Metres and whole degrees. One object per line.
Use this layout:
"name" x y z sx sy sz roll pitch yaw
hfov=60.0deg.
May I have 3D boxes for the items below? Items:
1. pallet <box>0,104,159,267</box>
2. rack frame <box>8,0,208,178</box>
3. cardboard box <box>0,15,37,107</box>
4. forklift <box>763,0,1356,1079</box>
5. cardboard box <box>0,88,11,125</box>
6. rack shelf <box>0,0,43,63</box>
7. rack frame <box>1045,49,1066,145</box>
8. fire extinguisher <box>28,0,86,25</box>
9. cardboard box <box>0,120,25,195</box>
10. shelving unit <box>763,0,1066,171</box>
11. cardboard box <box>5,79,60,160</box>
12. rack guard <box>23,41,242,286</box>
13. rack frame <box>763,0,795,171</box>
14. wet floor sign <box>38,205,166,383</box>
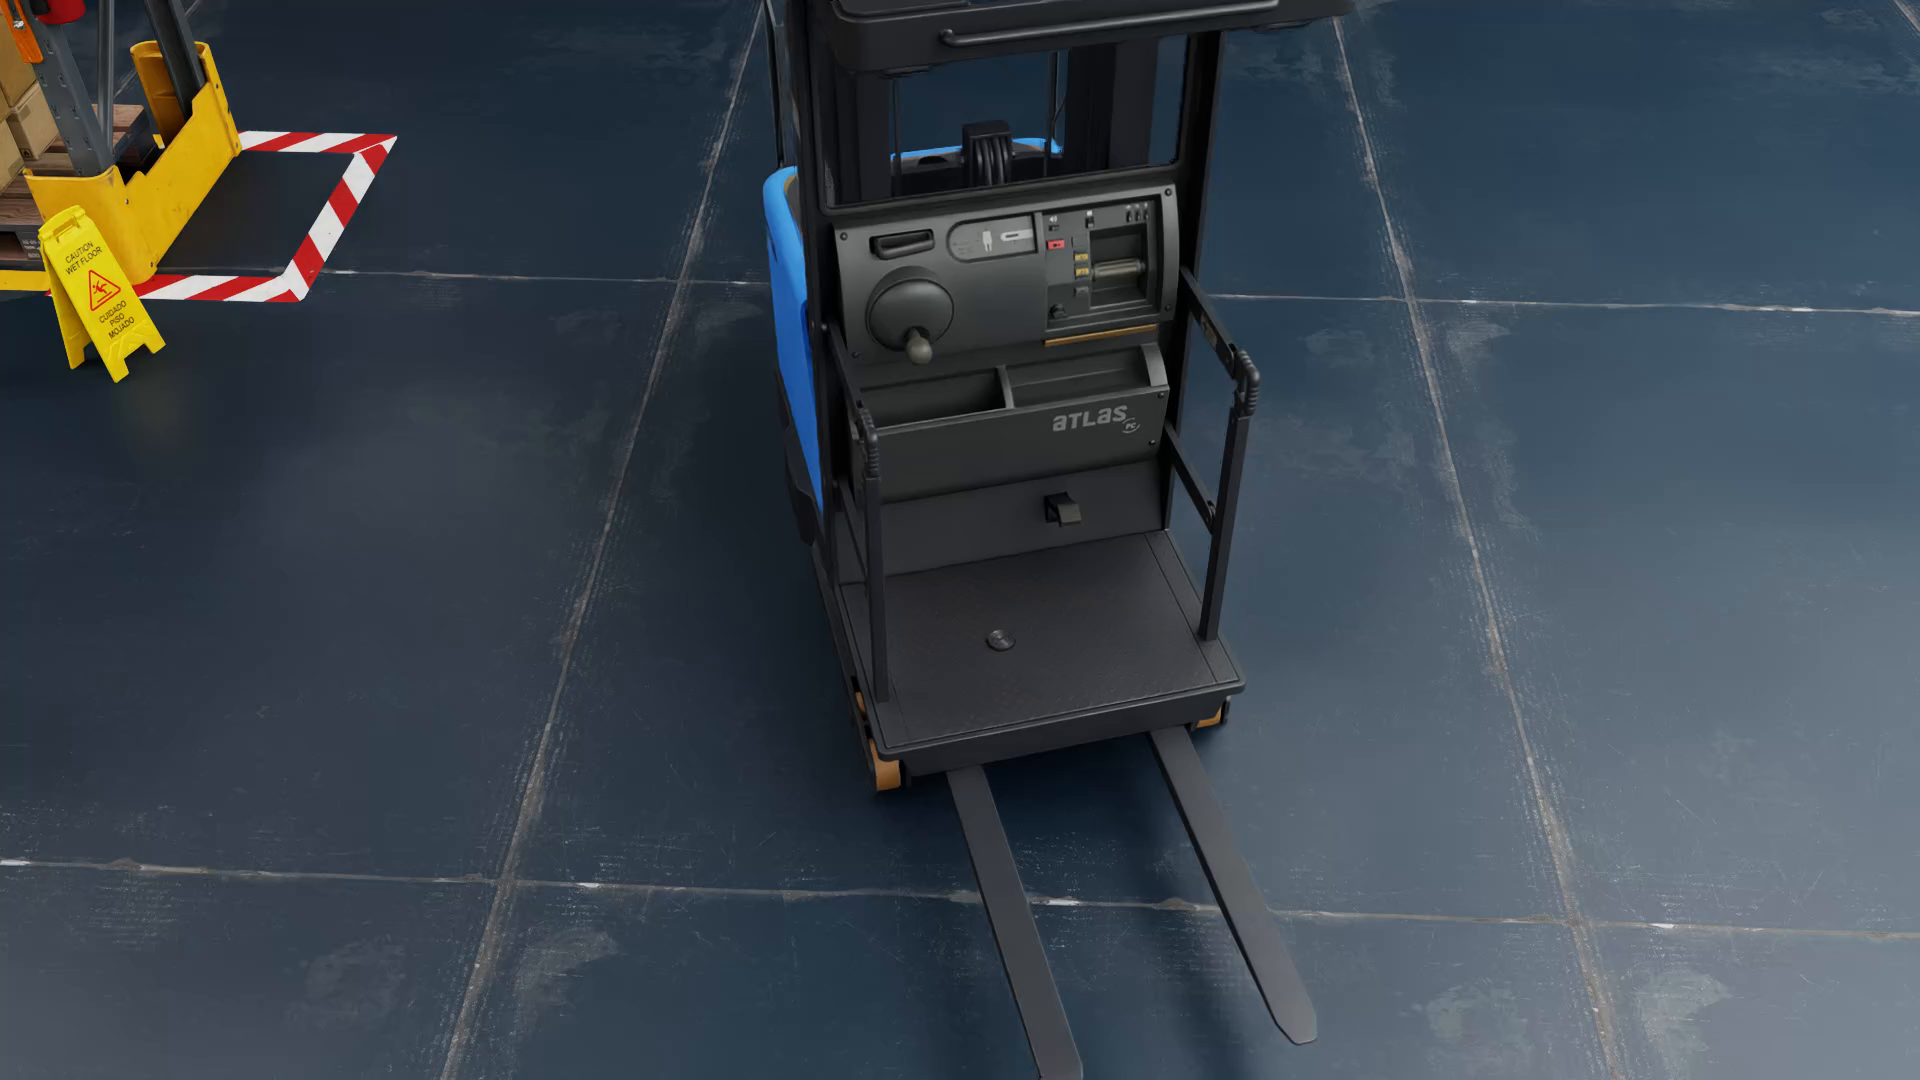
"pallet" -4.326 -1.580 7.291 1.213 0.211 1.003 2 43 2
"rack frame" -3.440 -2.549 6.286 0.127 3.000 1.000 2 43 2
"cardboard box" -4.258 -2.184 7.053 0.500 0.500 0.500 0 43 0
"forklift" 0.188 -0.622 4.268 1.130 2.935 3.031 -10 44 -10
"cardboard box" -4.253 -1.818 6.660 0.500 0.500 0.500 2 43 2
"rack shelf" -5.438 -2.347 6.597 4.000 0.370 1.077 2 43 2
"rack frame" 0.381 -1.368 6.110 0.032 1.500 0.500 -7 42 -8
"fire extinguisher" -3.347 -2.203 5.971 0.183 0.674 0.296 2 43 2
"cardboard box" -4.284 -1.539 6.910 0.500 0.250 0.500 2 43 2
"shelving unit" -0.119 -1.304 6.042 1.048 1.500 0.538 -7 42 -8
"cardboard box" -4.234 -1.910 7.308 0.500 0.250 0.500 1 43 2
"rack guard" -3.516 -1.637 7.140 0.348 0.500 1.175 2 43 2
"rack frame" -0.618 -1.240 5.973 0.032 1.500 0.500 -7 42 -8
"wet floor sign" -3.299 -0.953 6.300 0.232 0.644 0.267 16 45 16
